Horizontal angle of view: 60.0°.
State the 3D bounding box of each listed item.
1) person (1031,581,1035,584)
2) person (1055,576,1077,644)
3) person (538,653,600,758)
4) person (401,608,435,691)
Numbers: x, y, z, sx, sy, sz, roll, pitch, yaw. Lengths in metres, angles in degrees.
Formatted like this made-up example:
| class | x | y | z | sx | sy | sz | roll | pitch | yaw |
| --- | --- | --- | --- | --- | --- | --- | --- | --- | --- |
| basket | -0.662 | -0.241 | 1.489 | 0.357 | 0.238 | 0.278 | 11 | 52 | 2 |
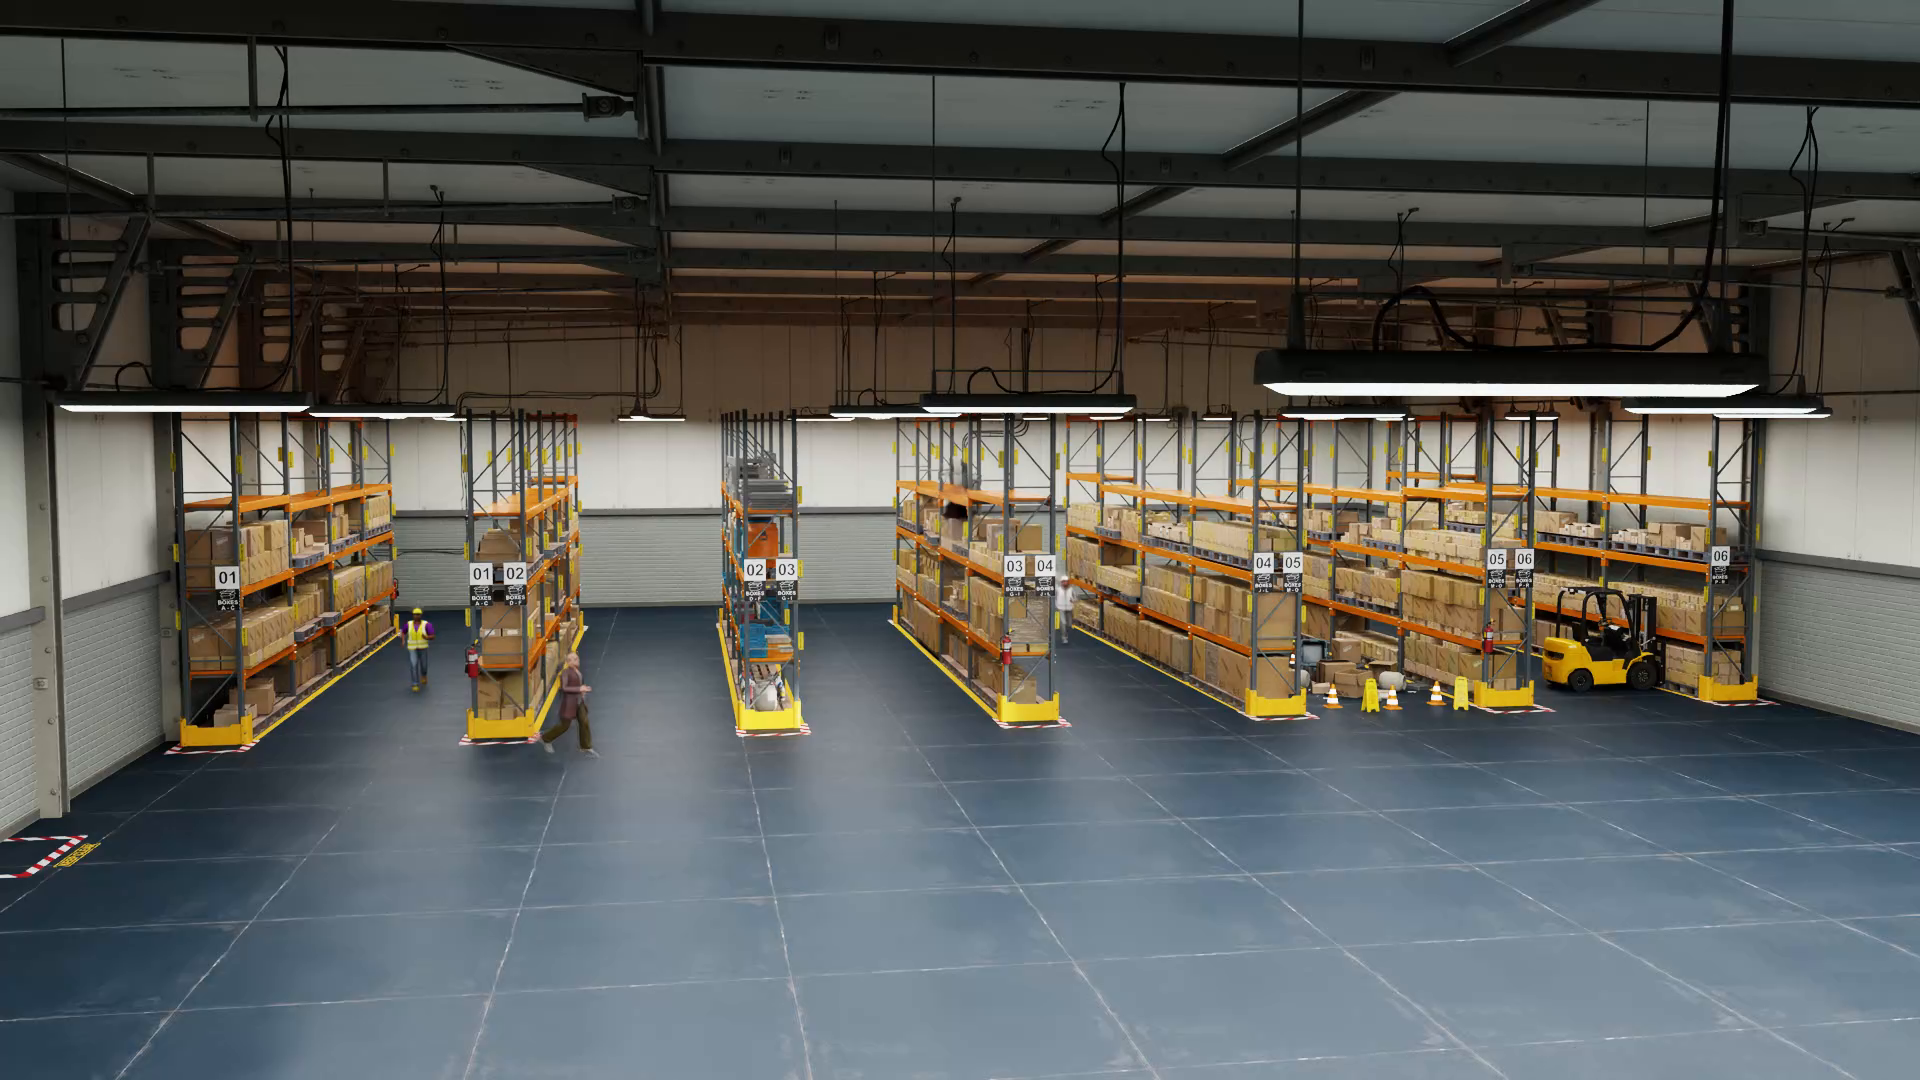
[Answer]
| class | x | y | z | sx | sy | sz | roll | pitch | yaw |
| --- | --- | --- | --- | --- | --- | --- | --- | --- | --- |
| person | 1.958 | 1.631 | 47.481 | 0.752 | 1.662 | 0.714 | 0 | 4 | 6 |
| person | 2.739 | 1.812 | 43.491 | 0.669 | 1.748 | 0.895 | -1 | 4 | -7 |
| person | -6.716 | 2.834 | 28.613 | 1.061 | 1.801 | 0.720 | 1 | 4 | 17 |
| person | -11.657 | 2.338 | 35.752 | 0.710 | 1.747 | 0.968 | -1 | 4 | -15 |
